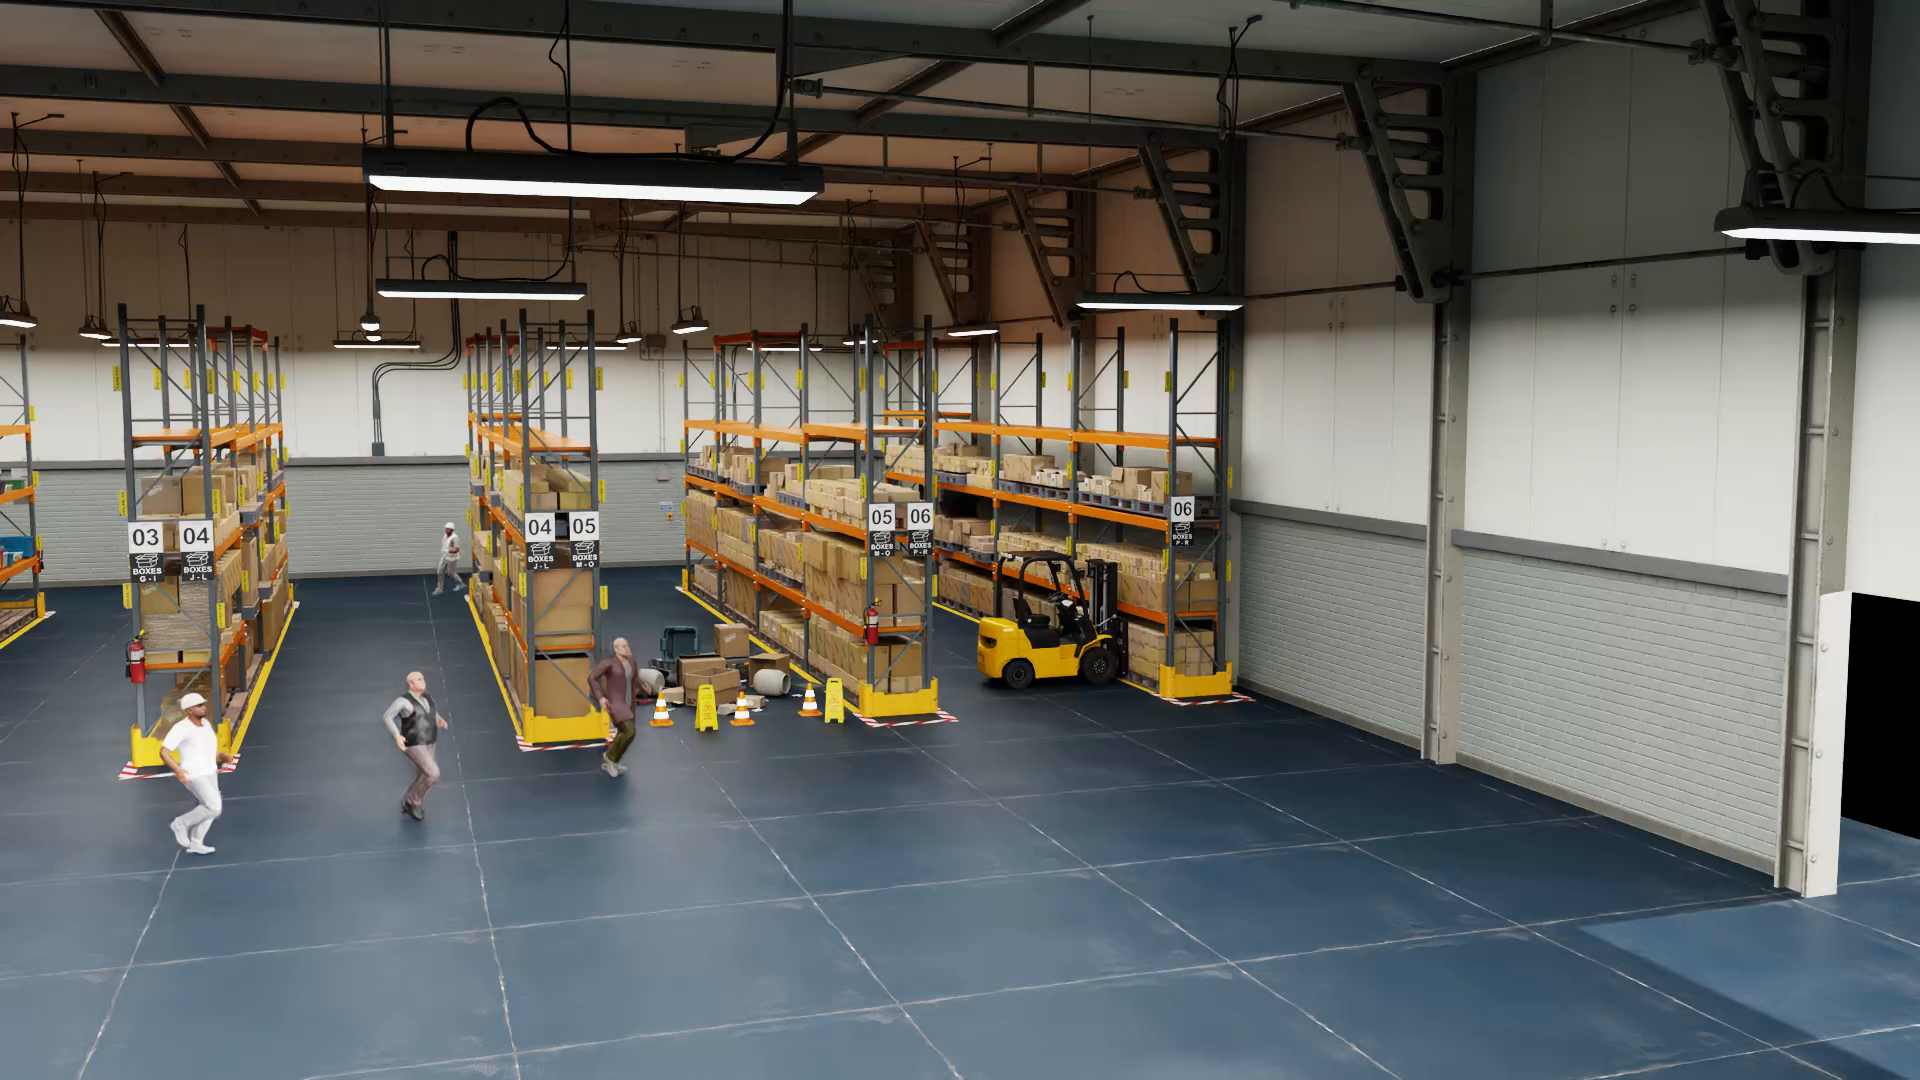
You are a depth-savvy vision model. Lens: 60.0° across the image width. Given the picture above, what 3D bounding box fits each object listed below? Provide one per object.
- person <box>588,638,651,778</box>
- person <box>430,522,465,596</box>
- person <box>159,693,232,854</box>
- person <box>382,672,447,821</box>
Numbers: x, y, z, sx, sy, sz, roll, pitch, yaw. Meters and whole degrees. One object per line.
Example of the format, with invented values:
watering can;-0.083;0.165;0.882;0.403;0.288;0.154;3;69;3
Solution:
person;-4.285;2.163;21.169;0.722;1.683;0.709;3;6;27
person;-11.950;0.440;39.116;0.848;1.743;0.750;-5;7;-42
person;-8.044;2.476;17.618;0.576;1.720;0.698;1;5;6
person;-6.149;2.350;18.981;0.672;1.699;0.639;2;6;18
